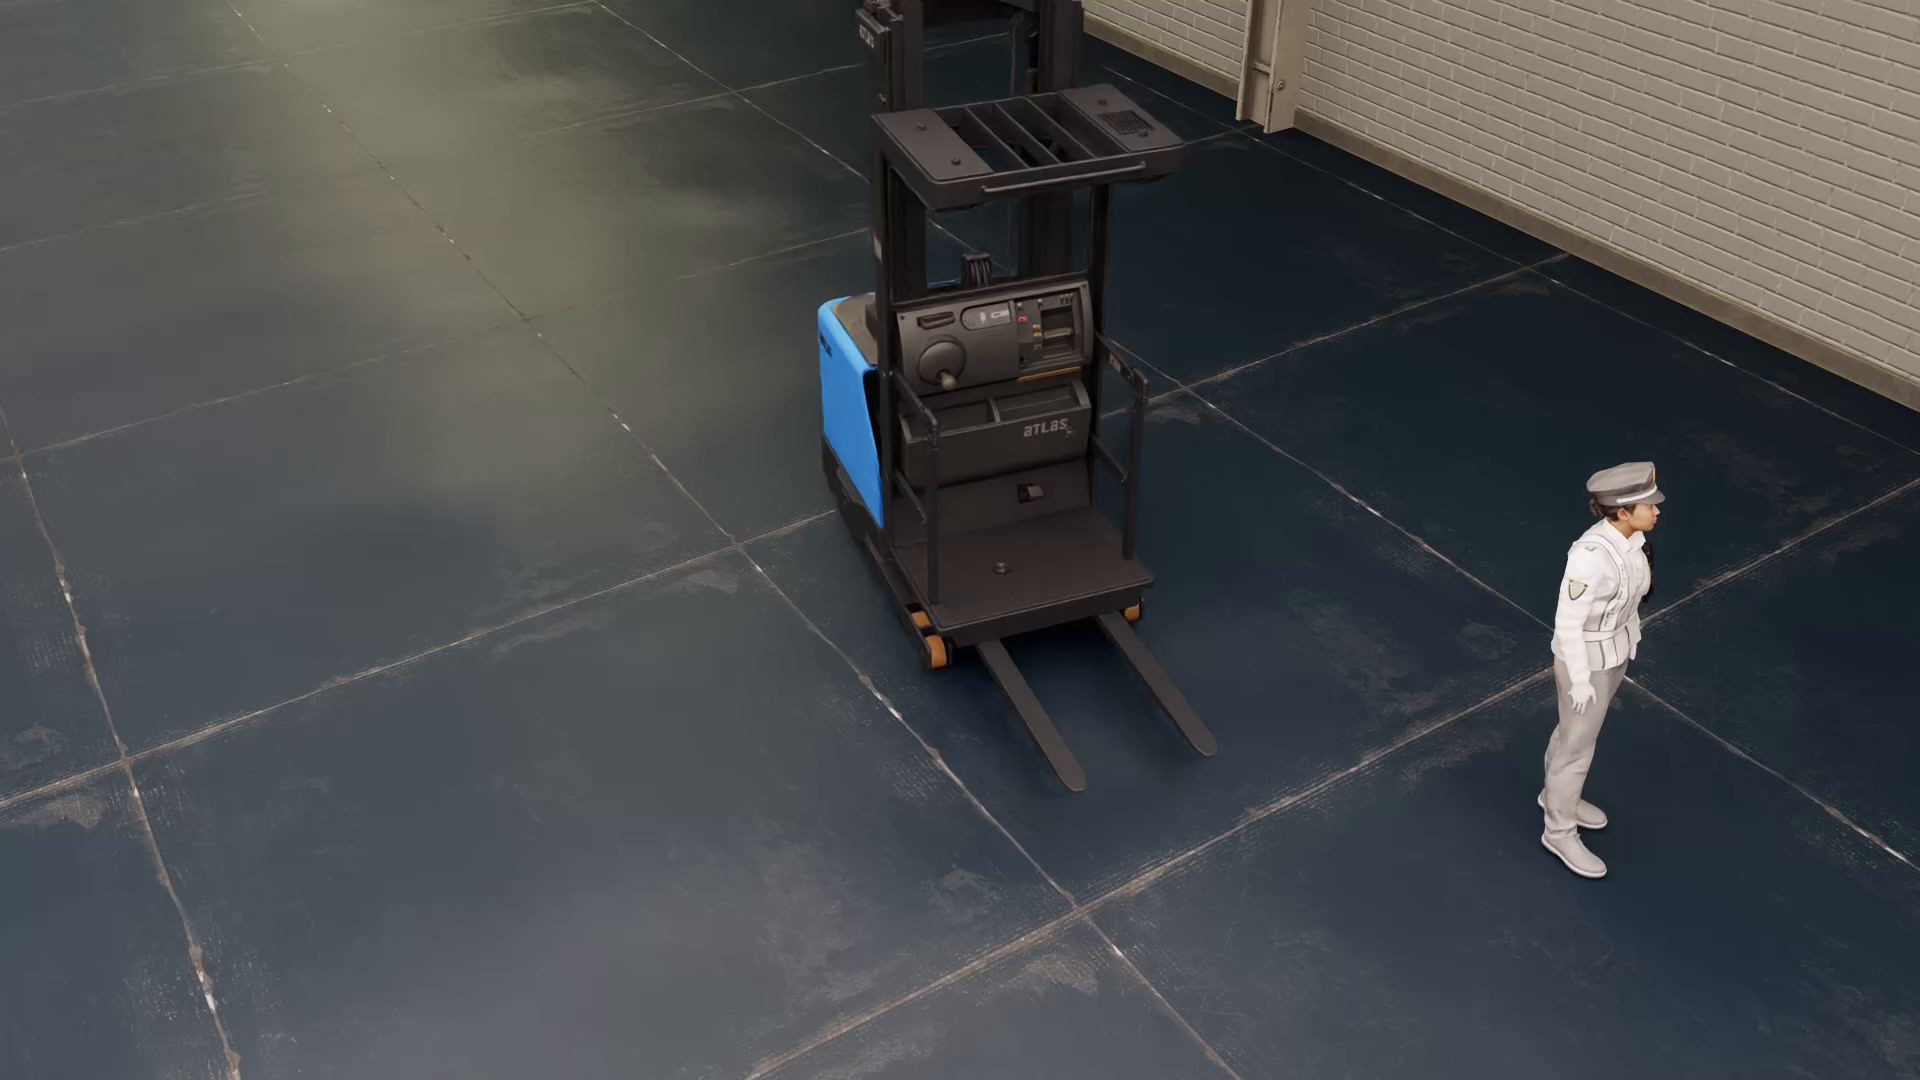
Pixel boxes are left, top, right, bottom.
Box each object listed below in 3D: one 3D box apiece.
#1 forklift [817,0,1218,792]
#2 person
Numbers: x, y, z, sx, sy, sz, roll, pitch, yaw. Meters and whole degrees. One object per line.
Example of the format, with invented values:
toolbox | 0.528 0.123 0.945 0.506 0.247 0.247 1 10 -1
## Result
forklift | 0.244 -0.863 7.375 1.130 2.935 3.031 -12 37 -17
person | 2.559 0.472 6.539 0.531 1.694 0.587 26 43 32
